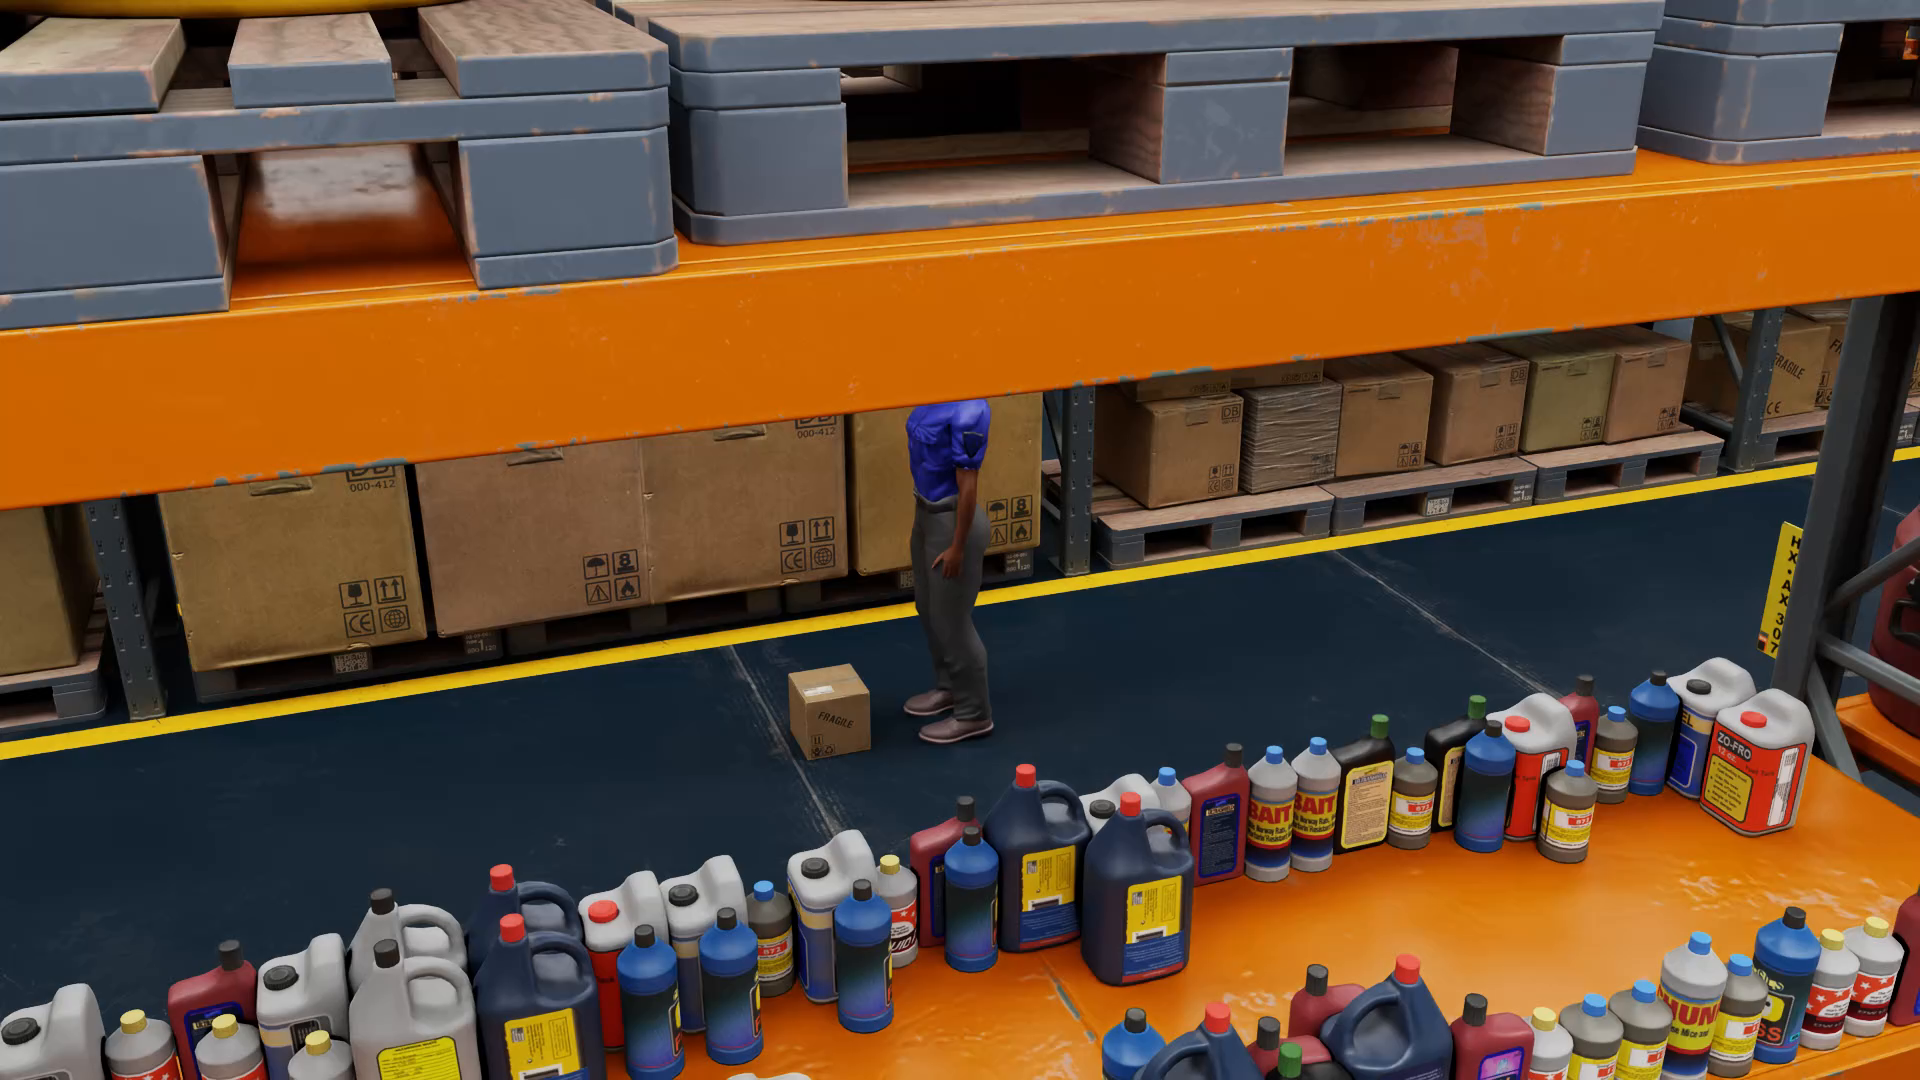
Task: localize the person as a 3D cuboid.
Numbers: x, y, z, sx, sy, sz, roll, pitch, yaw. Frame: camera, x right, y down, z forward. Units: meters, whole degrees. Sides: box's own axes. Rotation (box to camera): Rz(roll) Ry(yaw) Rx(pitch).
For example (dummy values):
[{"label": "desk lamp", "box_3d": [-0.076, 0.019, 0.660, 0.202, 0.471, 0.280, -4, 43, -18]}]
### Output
[{"label": "person", "box_3d": [-0.041, -0.040, 6.202, 0.299, 1.656, 0.435, -7, 24, -15]}]
